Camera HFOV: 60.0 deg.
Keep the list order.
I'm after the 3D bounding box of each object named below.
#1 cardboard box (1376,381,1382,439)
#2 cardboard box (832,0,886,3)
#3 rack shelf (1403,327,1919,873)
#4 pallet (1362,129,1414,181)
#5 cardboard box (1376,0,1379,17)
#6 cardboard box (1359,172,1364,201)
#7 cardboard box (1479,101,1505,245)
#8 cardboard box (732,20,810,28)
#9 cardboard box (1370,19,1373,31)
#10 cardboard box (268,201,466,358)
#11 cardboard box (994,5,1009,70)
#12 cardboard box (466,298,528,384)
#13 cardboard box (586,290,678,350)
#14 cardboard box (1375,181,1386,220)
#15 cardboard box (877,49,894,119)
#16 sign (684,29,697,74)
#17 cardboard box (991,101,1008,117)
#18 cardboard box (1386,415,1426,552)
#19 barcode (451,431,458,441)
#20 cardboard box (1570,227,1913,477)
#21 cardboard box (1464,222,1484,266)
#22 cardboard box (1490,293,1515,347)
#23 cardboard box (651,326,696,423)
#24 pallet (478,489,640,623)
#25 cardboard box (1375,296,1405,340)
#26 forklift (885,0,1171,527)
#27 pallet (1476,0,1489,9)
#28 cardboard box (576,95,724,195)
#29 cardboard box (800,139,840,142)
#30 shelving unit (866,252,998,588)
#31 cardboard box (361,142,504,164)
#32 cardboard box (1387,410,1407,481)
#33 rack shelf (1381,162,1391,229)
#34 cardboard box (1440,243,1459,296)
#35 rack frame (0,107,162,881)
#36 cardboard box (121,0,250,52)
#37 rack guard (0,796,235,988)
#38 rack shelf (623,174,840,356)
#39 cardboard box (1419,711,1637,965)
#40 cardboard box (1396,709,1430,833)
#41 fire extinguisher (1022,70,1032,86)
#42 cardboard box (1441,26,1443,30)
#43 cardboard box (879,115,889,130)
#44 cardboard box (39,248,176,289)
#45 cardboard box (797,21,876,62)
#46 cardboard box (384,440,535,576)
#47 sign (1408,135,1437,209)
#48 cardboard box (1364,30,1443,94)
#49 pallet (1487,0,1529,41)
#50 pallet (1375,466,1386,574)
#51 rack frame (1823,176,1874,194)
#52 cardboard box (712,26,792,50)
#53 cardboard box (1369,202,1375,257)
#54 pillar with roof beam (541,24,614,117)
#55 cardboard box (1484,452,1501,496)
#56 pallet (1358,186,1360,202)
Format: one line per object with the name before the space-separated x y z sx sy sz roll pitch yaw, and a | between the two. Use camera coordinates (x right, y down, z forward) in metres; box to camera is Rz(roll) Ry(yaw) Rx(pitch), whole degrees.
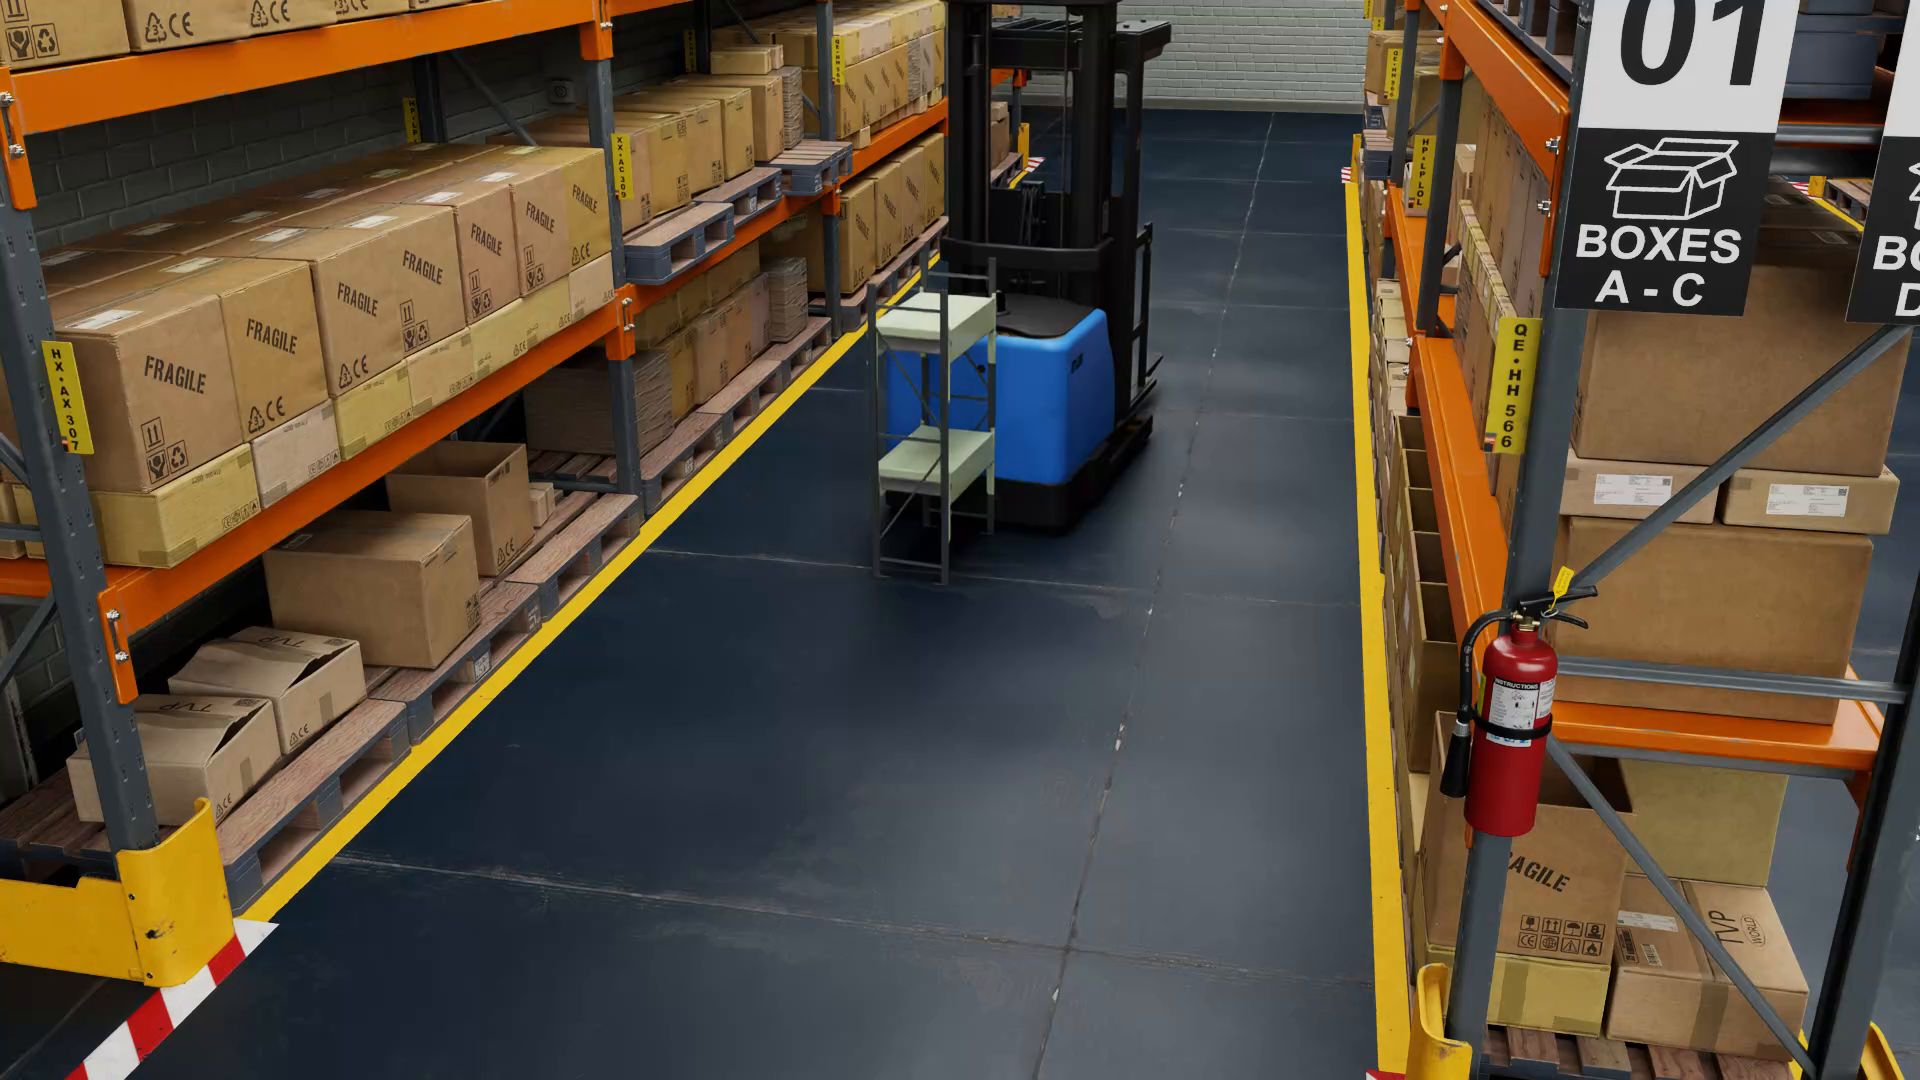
cardboard box | 2.743 -0.776 9.883 0.500 0.250 0.500 5 22 12
cardboard box | -0.939 -4.820 15.243 0.500 0.250 0.500 5 23 13
rack shelf | 2.220 -0.059 5.949 1.077 0.370 4.000 4 22 11
pallet | 3.513 -2.752 11.928 1.213 0.211 1.003 4 22 11
cardboard box | 4.419 -5.321 16.578 0.500 0.500 0.500 4 22 10
cardboard box | 4.252 -3.512 16.568 0.500 0.311 0.500 4 22 11
cardboard box | 2.441 -1.425 6.506 0.700 0.500 0.500 4 22 11
cardboard box | -1.459 -3.880 12.910 0.500 0.250 0.500 4 22 9
cardboard box | 4.728 -5.417 18.156 0.500 0.500 0.500 5 22 12
cardboard box | -2.331 -1.035 6.579 0.500 0.500 0.500 5 23 13
cardboard box | -0.006 -5.574 18.278 0.980 0.700 0.700 4 22 10
cardboard box | -2.220 -0.878 7.191 0.500 0.250 0.500 4 22 11
cardboard box | -2.002 -1.325 9.882 0.500 0.250 0.500 4 22 10
cardboard box | 3.617 -2.735 13.383 0.500 0.250 0.500 4 22 10
cardboard box | -0.838 -3.688 13.436 0.500 0.500 0.500 4 22 11
sign | -1.950 -3.542 12.083 0.100 0.325 0.005 4 22 11
cardboard box | 0.333 -4.901 18.924 0.380 0.149 0.250 4 22 10
cardboard box | 2.226 -0.246 7.564 0.500 0.500 0.500 4 22 11
barcode | -2.568 -0.515 8.445 0.001 0.075 0.075 4 22 11
cardboard box | 1.930 -0.499 4.207 0.700 0.500 0.500 5 22 11
cardboard box | 2.281 -1.202 6.821 0.380 0.149 0.250 4 22 10
cardboard box | 2.017 -0.731 5.651 0.380 0.149 0.250 4 22 10
cardboard box | -2.032 -1.009 10.100 0.700 0.500 0.500 4 22 10
pallet | -2.325 0.041 8.469 1.003 0.211 1.213 4 22 11
cardboard box | 2.951 -1.405 10.695 0.500 0.311 0.500 4 22 10
forklift | 0.565 -1.947 9.765 1.130 2.935 3.031 8 23 18
pallet | 2.479 -2.161 6.307 1.003 0.211 1.213 4 22 11
cardboard box | -1.861 -2.382 10.030 0.700 0.500 0.500 8 23 18
cardboard box | -1.112 -2.959 12.496 0.380 0.149 0.250 4 22 10
shelving unit | -0.127 -0.616 8.375 0.431 1.500 0.755 7 23 18
cardboard box | -2.523 -1.632 8.062 0.500 0.500 0.500 4 22 10
cardboard box | 2.430 -0.474 8.383 0.500 0.311 0.500 4 22 11
rack shelf | 3.852 -2.985 13.214 1.077 0.370 4.000 4 22 11
cardboard box | 2.627 -1.398 8.489 0.396 0.266 0.258 4 22 10
rack frame | -3.039 -0.038 4.933 1.000 3.000 0.127 4 22 11
cardboard box | -2.581 -1.782 5.087 0.500 0.500 0.500 6 23 14
rack guard | -3.023 1.094 5.469 1.175 0.500 0.348 4 22 11
rack shelf | -1.814 -1.899 10.516 1.077 0.370 4.000 4 22 11
cardboard box | 1.630 0.852 4.837 0.500 0.500 0.500 4 22 11
cardboard box | 1.822 0.834 5.887 0.500 0.250 0.500 4 22 11
fire extinguisher | 0.709 -5.701 19.596 0.296 0.674 0.183 4 22 11
cardboard box | 4.632 -4.711 15.065 0.500 0.500 0.500 5 22 12
cardboard box | -0.810 -3.521 13.891 0.380 0.149 0.250 5 22 11
cardboard box | -3.038 -0.697 5.740 0.500 0.500 0.500 5 22 12
cardboard box | -0.952 -3.848 12.831 0.500 0.250 0.500 4 22 10
cardboard box | -2.395 -0.163 8.000 0.500 0.500 0.500 3 22 7
sign | 2.094 -1.663 7.523 0.100 0.325 0.005 4 22 11
cardboard box | 3.944 -4.135 14.410 0.700 0.500 0.500 -3 22 -7
pallet | 2.228 -1.716 5.203 1.003 0.211 1.213 4 22 11
pallet | 2.740 -0.104 8.828 1.003 0.211 1.213 4 22 11
rack frame | 9.925 -5.134 17.587 1.000 3.000 0.127 4 22 11
cardboard box | -1.568 -3.691 12.440 0.500 0.250 0.500 5 22 12
cardboard box | 3.716 -2.558 13.948 0.500 0.500 0.500 5 22 12
pillar with roof beam | 1.696 -5.009 9.245 9.100 9.000 0.400 4 22 11
cardboard box | 2.232 -0.444 5.808 0.700 0.500 0.500 5 23 13
pallet | 4.899 -3.900 18.256 1.003 0.211 1.213 4 22 11
